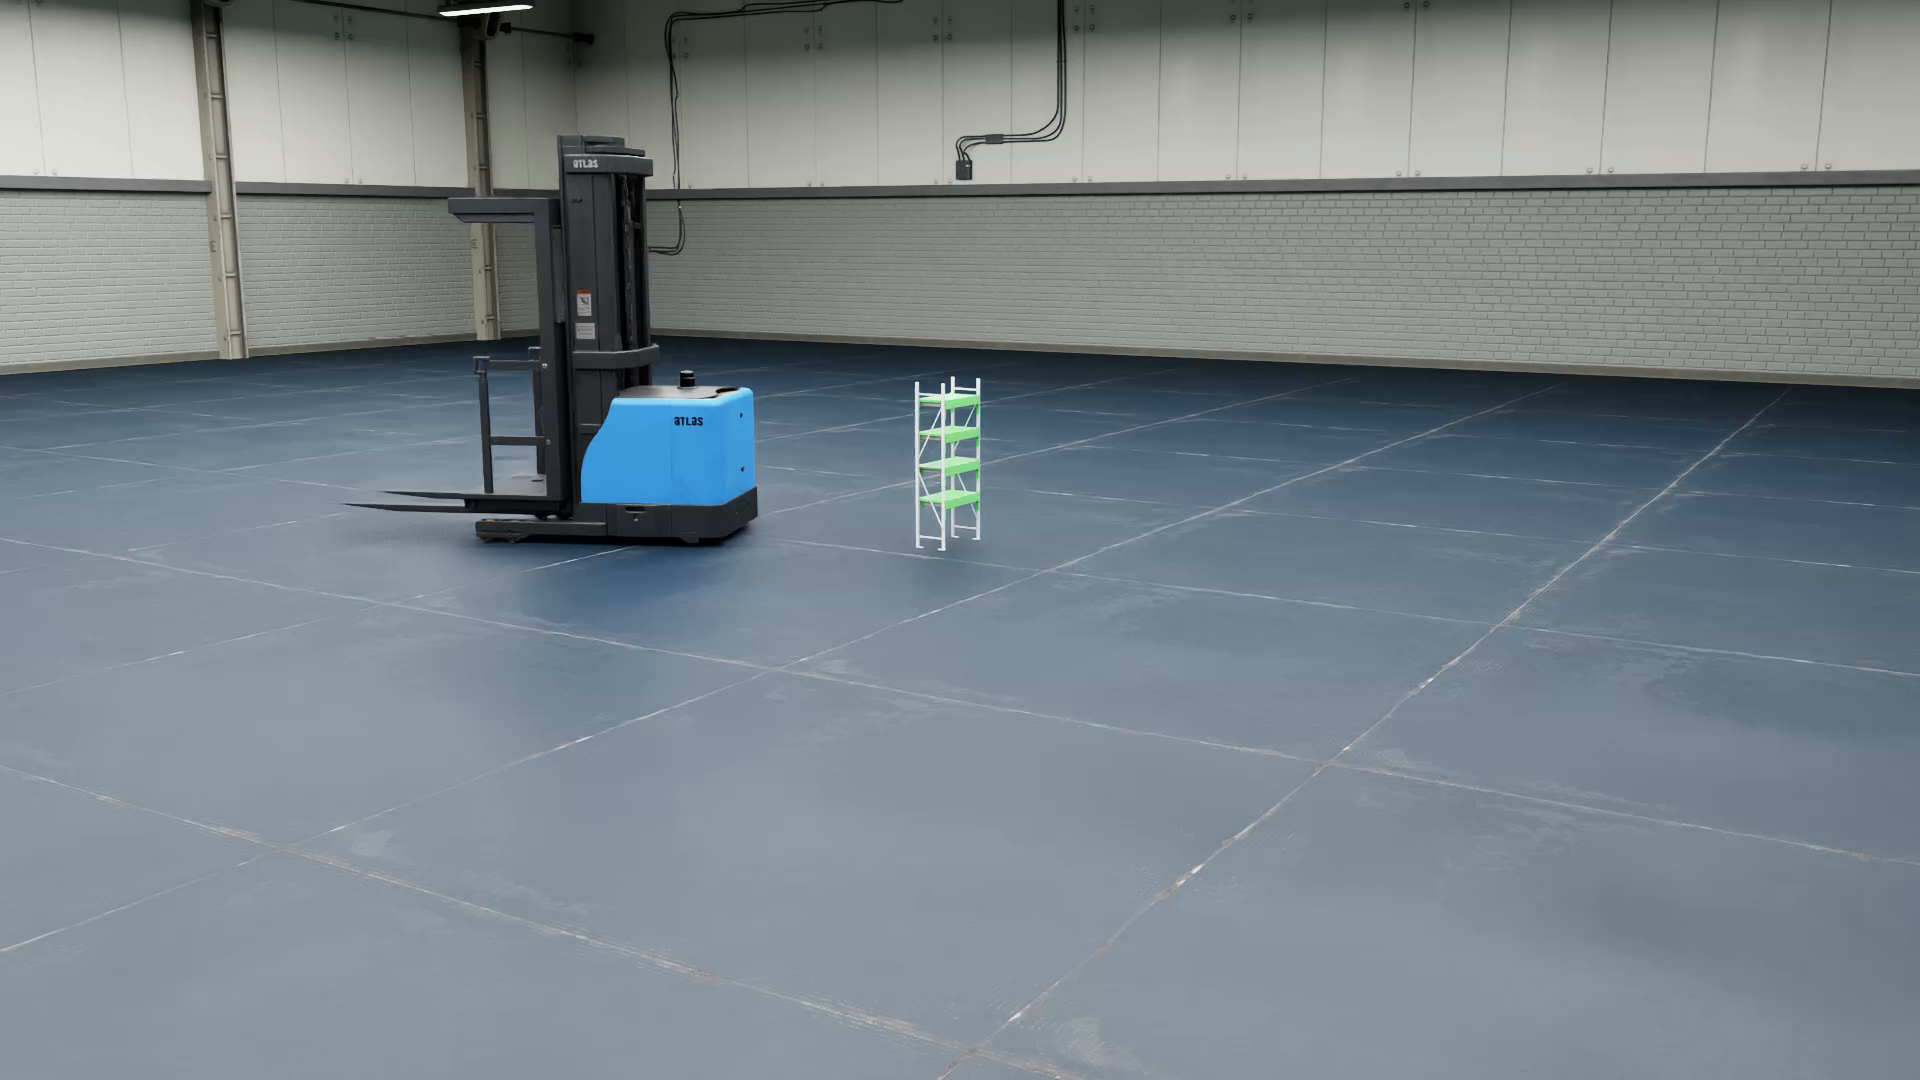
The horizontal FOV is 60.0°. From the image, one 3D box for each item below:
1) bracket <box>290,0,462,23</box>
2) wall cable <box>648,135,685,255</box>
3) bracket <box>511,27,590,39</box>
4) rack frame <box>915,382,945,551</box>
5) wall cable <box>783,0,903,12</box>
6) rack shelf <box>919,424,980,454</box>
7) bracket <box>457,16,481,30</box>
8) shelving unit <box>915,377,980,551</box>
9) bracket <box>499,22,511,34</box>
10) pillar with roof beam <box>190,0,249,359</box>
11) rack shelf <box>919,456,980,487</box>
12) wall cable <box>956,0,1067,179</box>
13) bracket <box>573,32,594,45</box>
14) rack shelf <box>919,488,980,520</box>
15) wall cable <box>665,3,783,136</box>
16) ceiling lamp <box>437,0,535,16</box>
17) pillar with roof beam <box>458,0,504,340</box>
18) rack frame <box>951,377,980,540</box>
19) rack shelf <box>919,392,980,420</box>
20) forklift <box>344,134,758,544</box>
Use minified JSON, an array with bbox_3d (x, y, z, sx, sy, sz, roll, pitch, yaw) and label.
[{"bbox_3d":[-11.095,-9.874,30.872,0.076,0.066,4.783,6,12,31],"label":"bracket"},{"bbox_3d":[-7.186,-7.419,35.983,3.097,2.526,0.112,6,12,31],"label":"wall cable"},{"bbox_3d":[-8.403,-10.689,35.229,0.076,0.066,3.189,6,12,31],"label":"bracket"},{"bbox_3d":[-0.213,-0.525,11.914,0.240,1.200,0.015,6,12,31],"label":"rack frame"},{"bbox_3d":[-2.229,-11.583,32.140,3.097,2.526,0.112,6,12,31],"label":"wall cable"},{"bbox_3d":[-0.086,-0.737,12.087,0.258,0.148,0.480,6,12,31],"label":"rack shelf"},{"bbox_3d":[-9.757,-10.279,33.037,0.235,0.232,0.430,6,12,31],"label":"bracket"},{"bbox_3d":[-0.086,-0.564,12.119,0.258,1.200,0.503,6,12,31],"label":"shelving unit"},{"bbox_3d":[-9.326,-10.409,33.734,0.235,0.232,0.430,6,12,31],"label":"bracket"},{"bbox_3d":[-9.281,-7.254,26.660,9.100,9.000,0.548,6,12,31],"label":"pillar with roof beam"},{"bbox_3d":[-0.086,-0.501,12.131,0.258,0.148,0.480,6,12,31],"label":"rack shelf"},{"bbox_3d":[0.920,-9.708,30.527,2.305,6.003,0.169,6,12,31],"label":"wall cable"},{"bbox_3d":[-8.096,-10.782,35.725,0.235,0.232,0.430,6,12,31],"label":"bracket"},{"bbox_3d":[-0.086,-0.265,12.175,0.258,0.148,0.480,6,12,31],"label":"rack shelf"},{"bbox_3d":[-4.874,-9.643,34.138,3.097,2.526,0.112,6,12,31],"label":"wall cable"},{"bbox_3d":[-7.792,-10.416,27.691,2.000,3.185,0.800,6,12,31],"label":"ceiling lamp"},{"bbox_3d":[-6.166,-8.197,31.701,9.100,9.000,0.548,6,12,31],"label":"pillar with roof beam"},{"bbox_3d":[0.041,-0.602,12.324,0.240,1.200,0.015,6,12,31],"label":"rack frame"},{"bbox_3d":[-0.086,-0.973,12.043,0.258,0.148,0.480,6,12,31],"label":"rack shelf"},{"bbox_3d":[-3.137,-1.516,12.501,3.031,2.935,1.130,2,11,8],"label":"forklift"}]
